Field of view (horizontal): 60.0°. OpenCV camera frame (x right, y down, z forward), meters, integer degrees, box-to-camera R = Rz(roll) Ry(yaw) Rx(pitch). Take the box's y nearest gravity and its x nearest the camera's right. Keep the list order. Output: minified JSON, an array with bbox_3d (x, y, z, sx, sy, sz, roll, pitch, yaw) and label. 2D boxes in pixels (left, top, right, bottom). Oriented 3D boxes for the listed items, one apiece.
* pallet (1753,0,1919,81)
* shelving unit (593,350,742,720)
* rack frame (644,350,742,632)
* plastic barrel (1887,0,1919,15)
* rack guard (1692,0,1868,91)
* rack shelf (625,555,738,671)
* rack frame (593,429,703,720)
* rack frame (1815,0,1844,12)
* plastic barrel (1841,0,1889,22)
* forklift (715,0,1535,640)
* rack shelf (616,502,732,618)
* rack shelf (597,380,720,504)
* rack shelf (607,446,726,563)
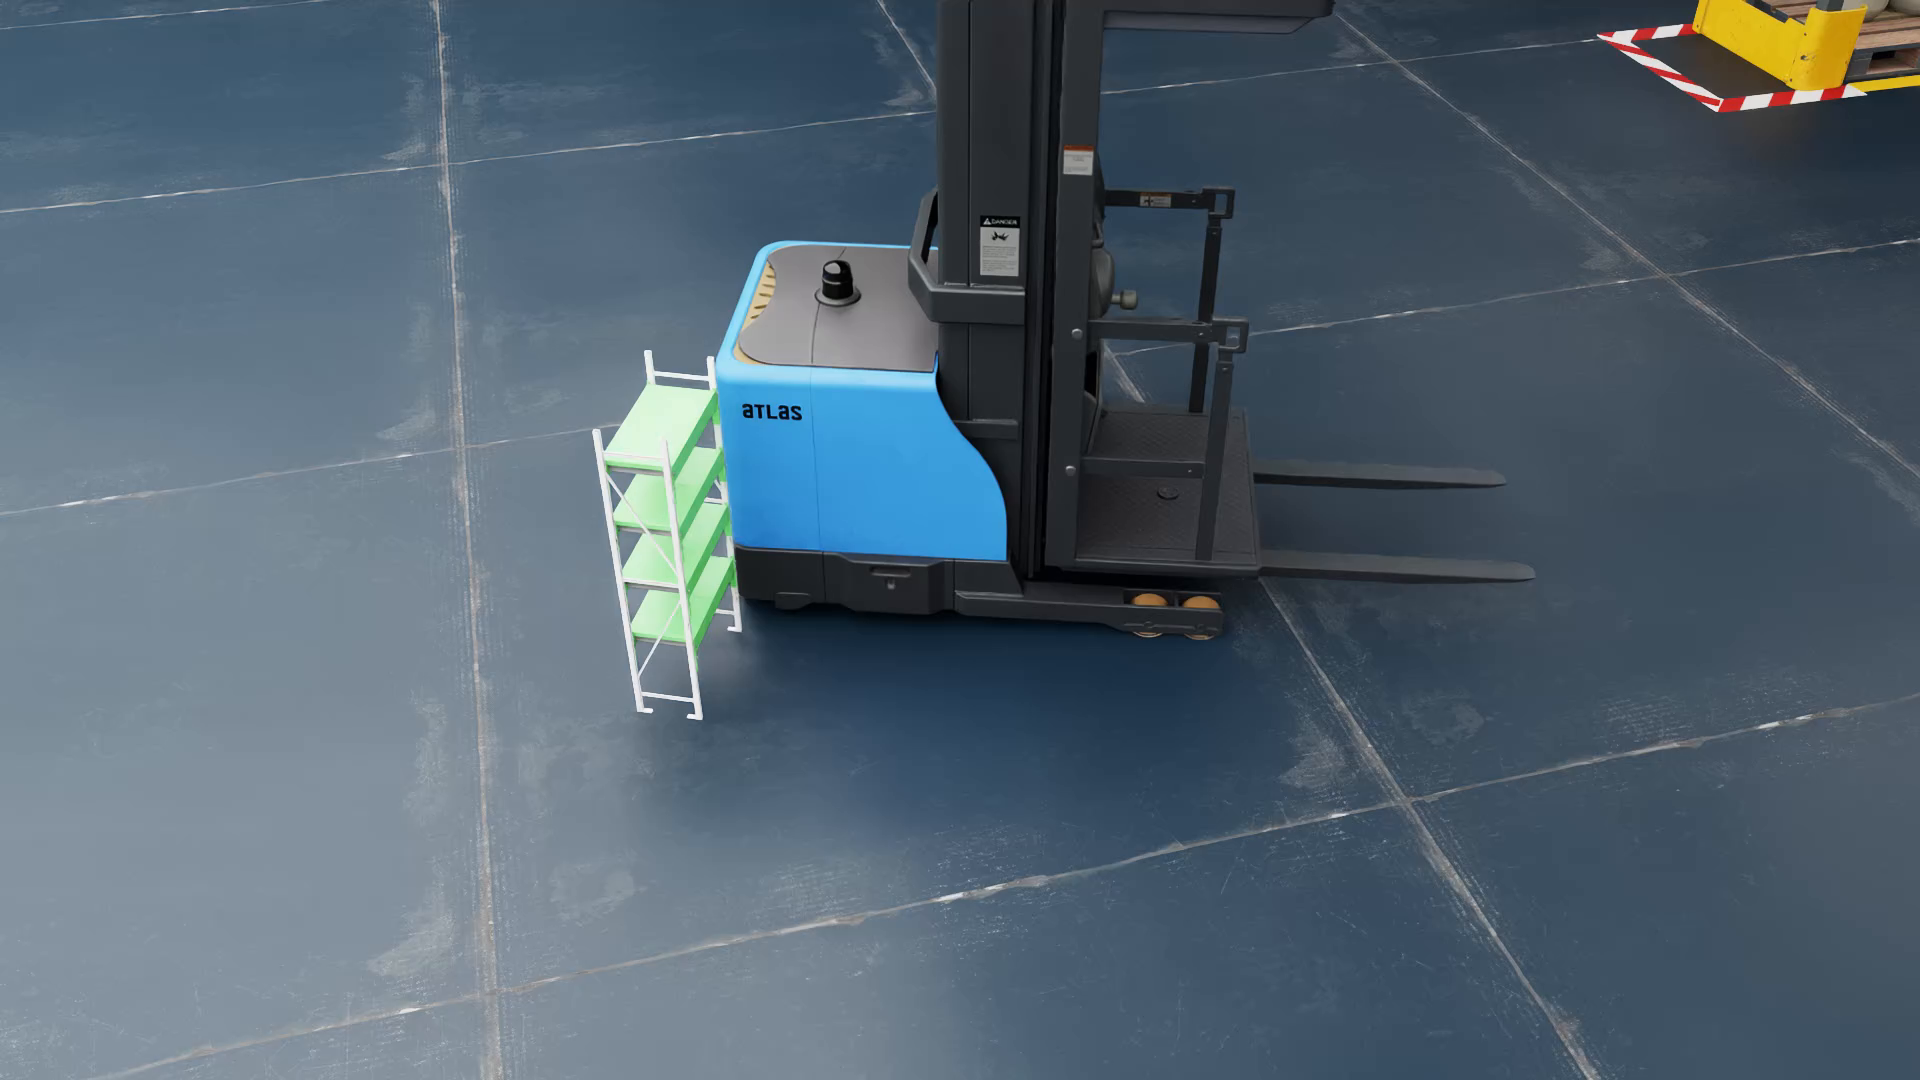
[{"bbox_3d":[6.056,-3.385,11.001,1.213,0.211,1.003,-9,38,-12],"label":"pallet"},{"bbox_3d":[-0.990,0.000,5.762,0.258,1.200,0.503,7,38,8],"label":"shelving unit"},{"bbox_3d":[-0.945,-0.146,5.953,0.240,1.200,0.015,7,38,8],"label":"rack frame"},{"bbox_3d":[6.309,-3.734,10.865,0.421,0.512,0.421,0,37,0],"label":"plastic barrel"},{"bbox_3d":[5.271,-3.374,10.749,0.348,0.500,1.175,-9,38,-12],"label":"rack guard"},{"bbox_3d":[-0.990,0.241,5.947,0.258,0.148,0.480,7,38,8],"label":"rack shelf"},{"bbox_3d":[-1.035,0.146,5.572,0.240,1.200,0.015,7,38,8],"label":"rack frame"},{"bbox_3d":[5.209,-4.327,9.938,0.127,3.000,1.000,-9,38,-12],"label":"rack frame"},{"bbox_3d":[5.825,-3.655,10.761,0.421,0.512,0.421,0,37,0],"label":"plastic barrel"},{"bbox_3d":[0.666,-1.125,5.809,3.031,2.935,1.130,3,38,4],"label":"forklift"},{"bbox_3d":[-0.990,0.051,5.801,0.258,0.148,0.480,7,38,8],"label":"rack shelf"},{"bbox_3d":[-0.990,-0.330,5.510,0.258,0.148,0.480,7,38,8],"label":"rack shelf"},{"bbox_3d":[-0.990,-0.140,5.655,0.258,0.148,0.480,7,38,8],"label":"rack shelf"}]
